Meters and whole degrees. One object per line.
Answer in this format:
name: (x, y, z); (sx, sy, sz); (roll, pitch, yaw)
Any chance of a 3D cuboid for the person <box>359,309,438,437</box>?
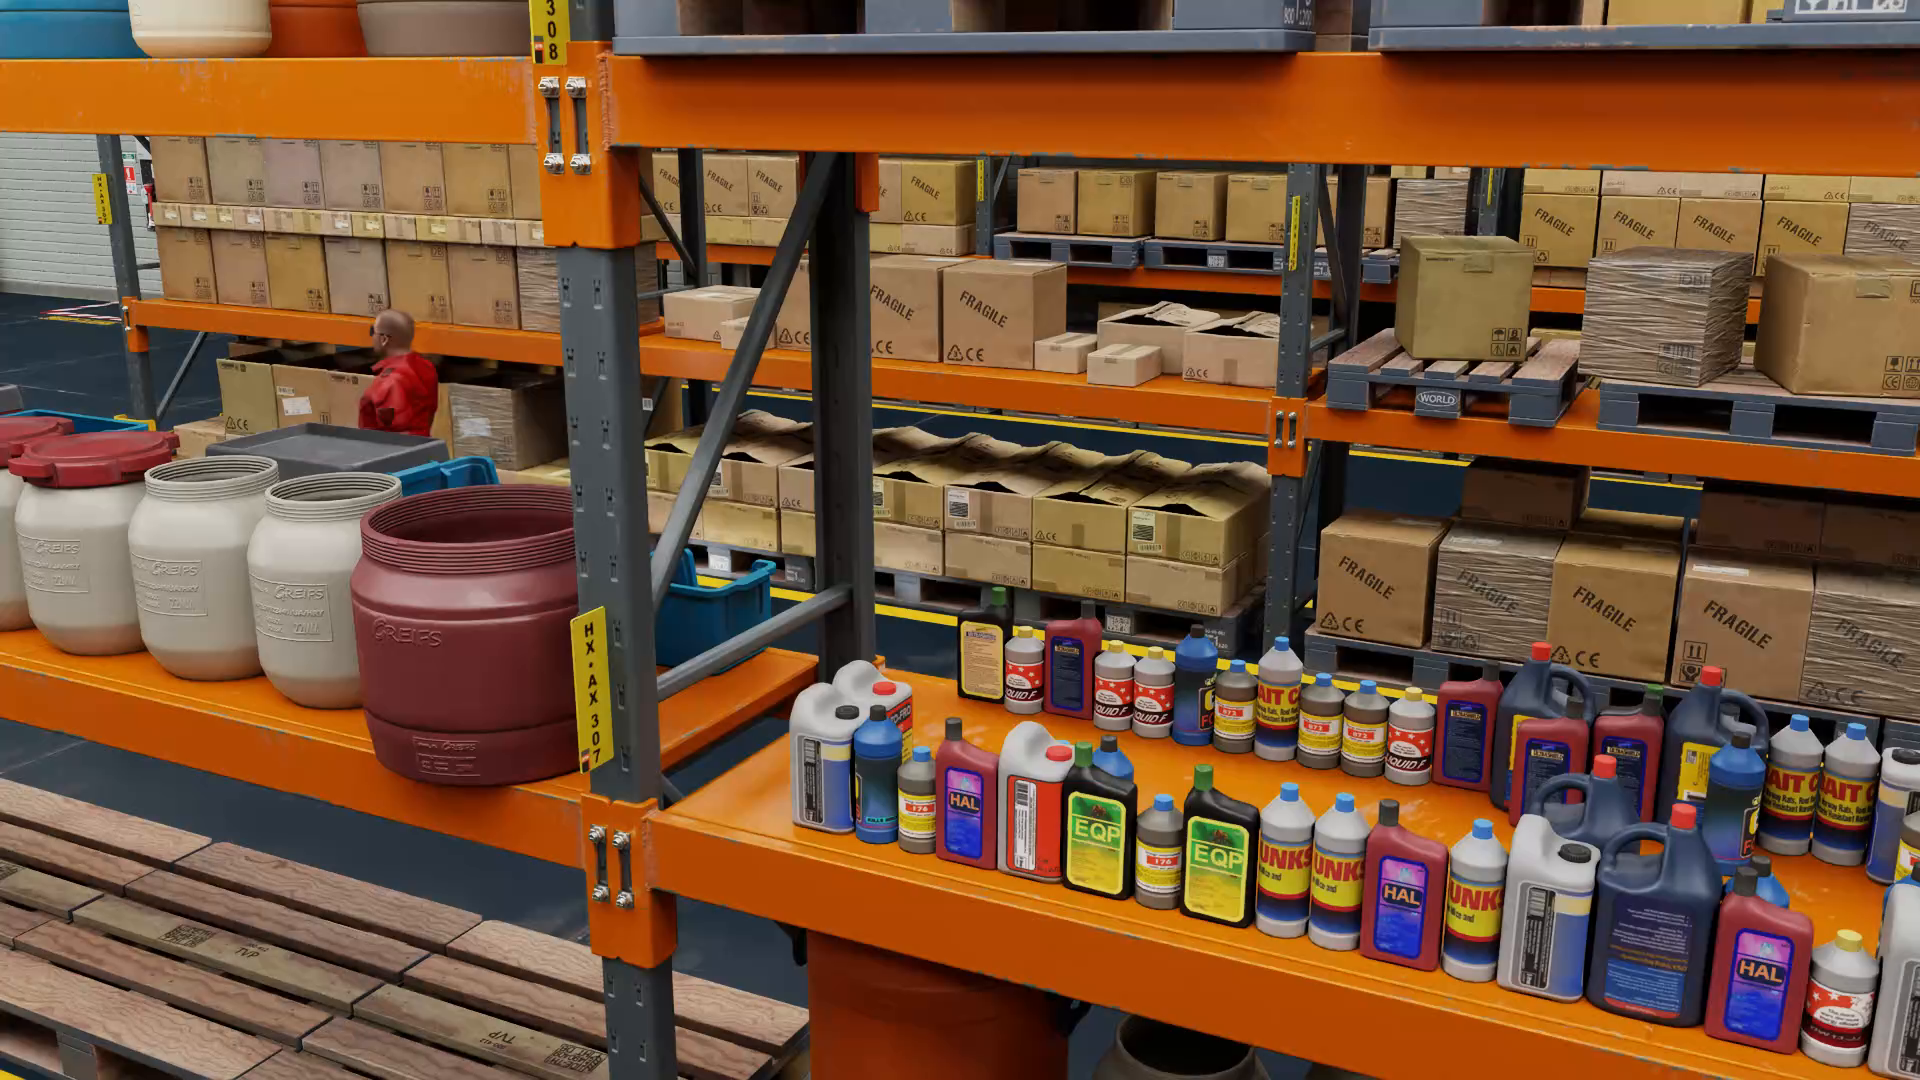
person: (-2.724, -0.298, 8.133); (1.062, 1.672, 0.554); (4, 16, 13)
